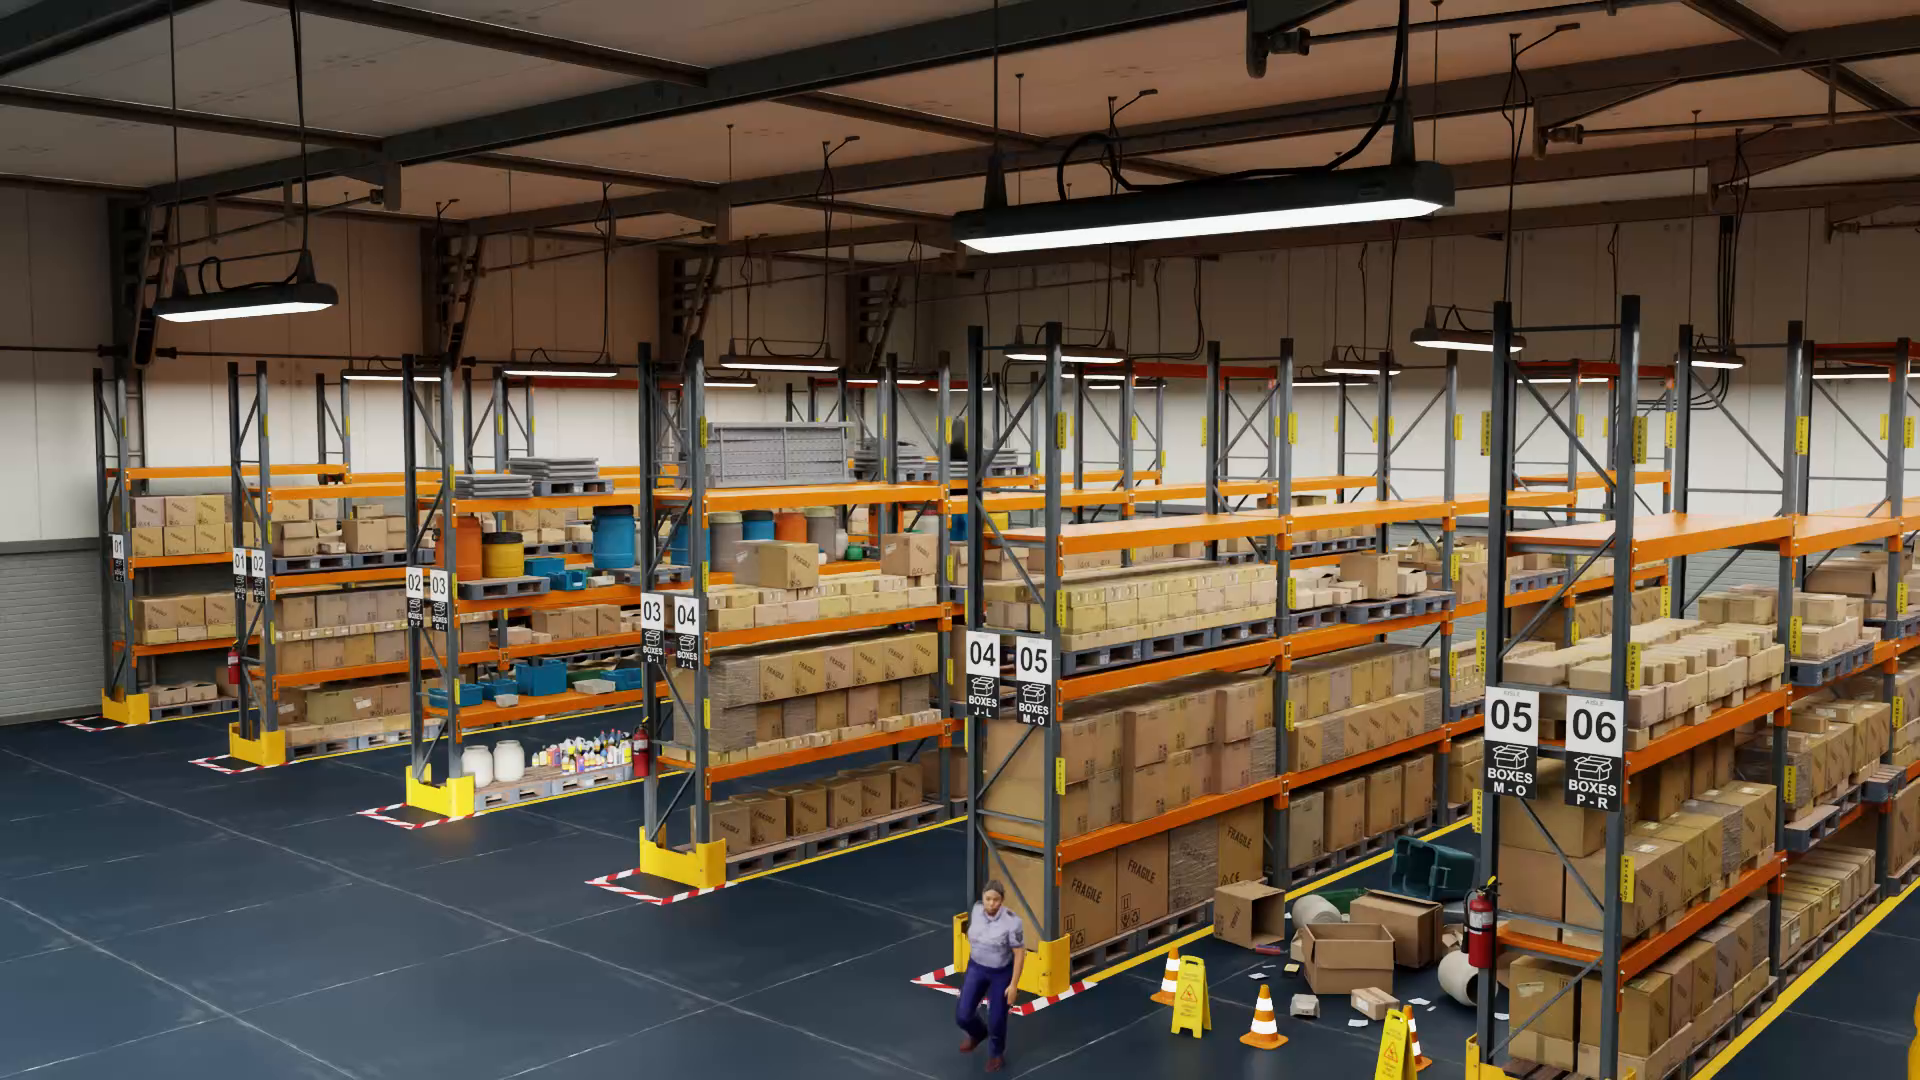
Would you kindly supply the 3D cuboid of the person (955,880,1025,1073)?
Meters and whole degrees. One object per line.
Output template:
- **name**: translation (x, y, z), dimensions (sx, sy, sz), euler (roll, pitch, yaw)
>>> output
- **person**: translation (0.245, 3.422, 13.088), dimensions (0.638, 1.593, 0.553), euler (2, 5, 22)
